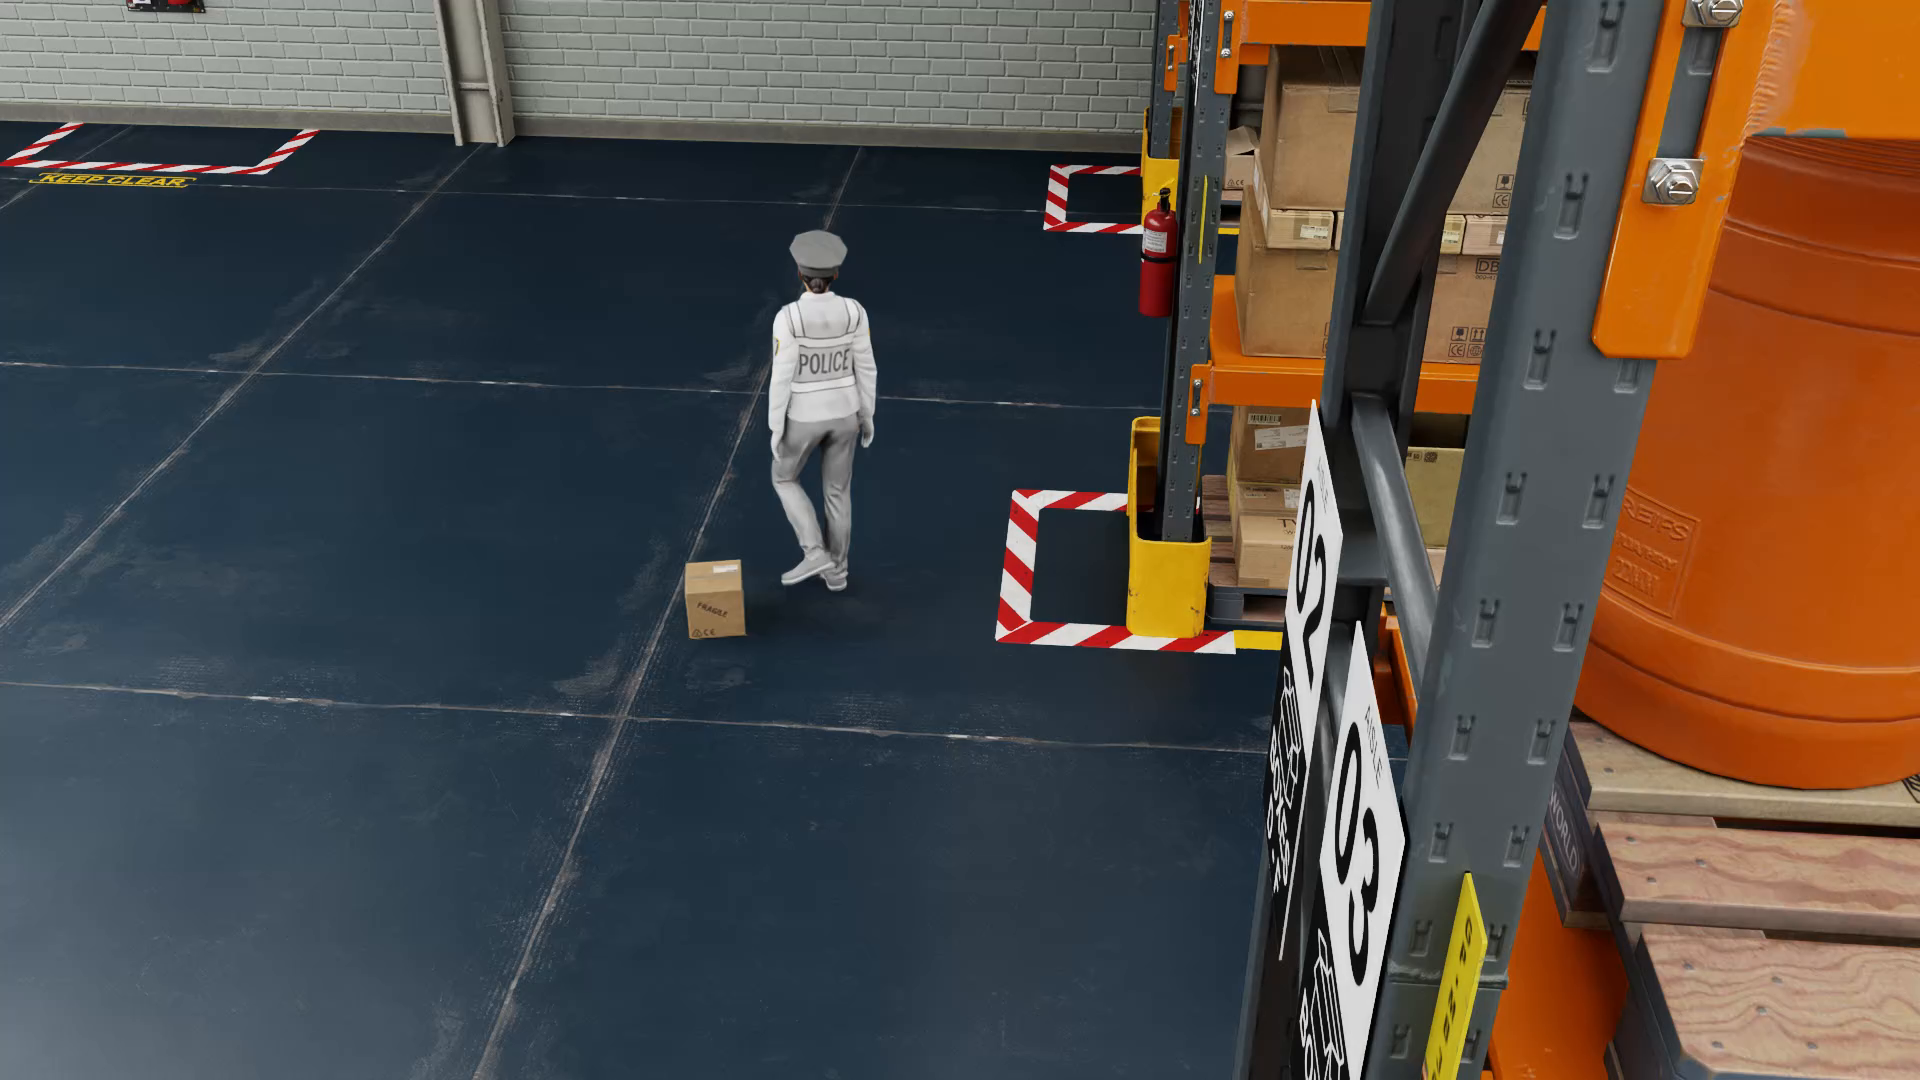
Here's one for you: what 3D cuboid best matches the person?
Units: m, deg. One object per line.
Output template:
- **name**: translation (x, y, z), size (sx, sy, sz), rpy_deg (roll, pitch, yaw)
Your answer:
- **person**: translation (-0.608, -0.519, 7.433), size (0.532, 1.672, 0.479), rpy_deg (-12, 34, -18)
